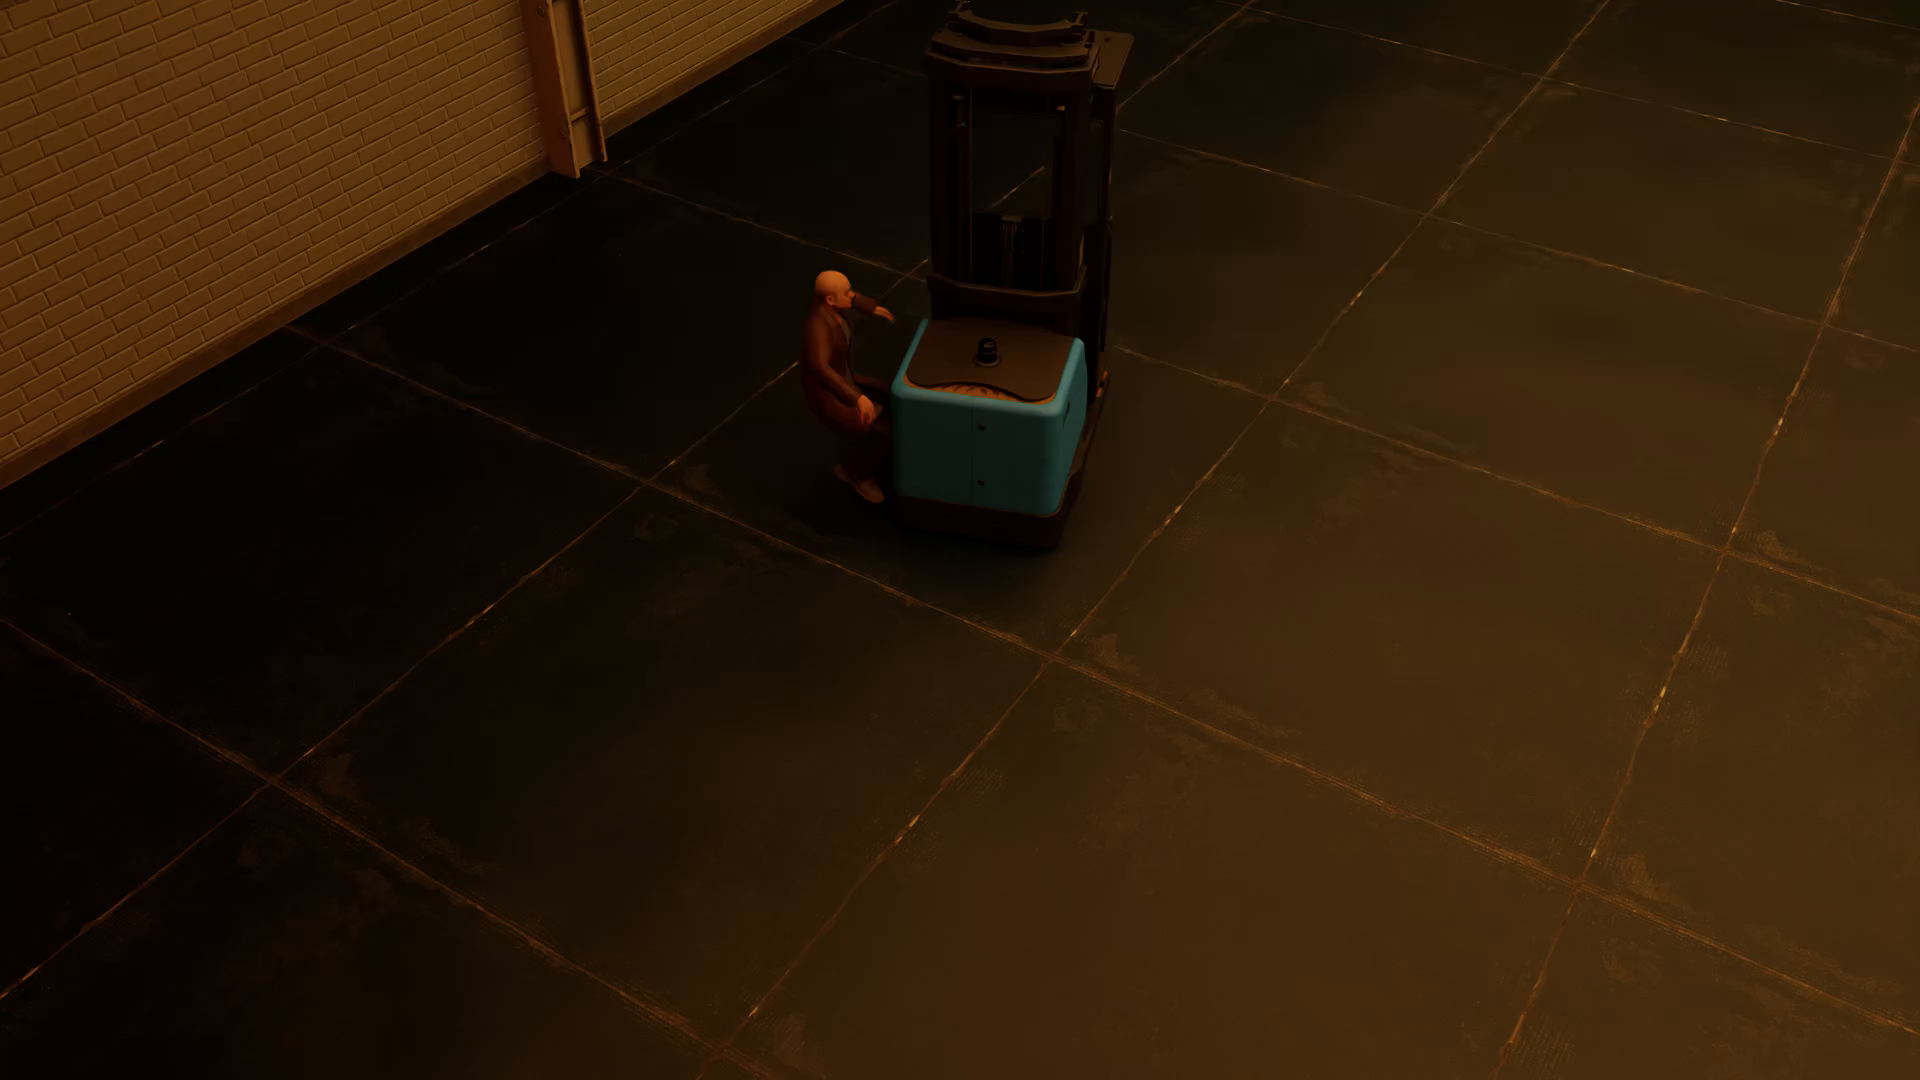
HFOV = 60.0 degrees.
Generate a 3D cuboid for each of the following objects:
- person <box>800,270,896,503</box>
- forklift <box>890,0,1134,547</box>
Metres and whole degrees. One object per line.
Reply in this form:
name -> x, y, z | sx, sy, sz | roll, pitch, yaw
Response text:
person -> -0.518, -0.921, 10.077 | 0.854, 1.612, 1.125 | 4, 40, 4
forklift -> 0.416, -2.036, 10.369 | 1.130, 2.935, 3.031 | 9, 41, 10
